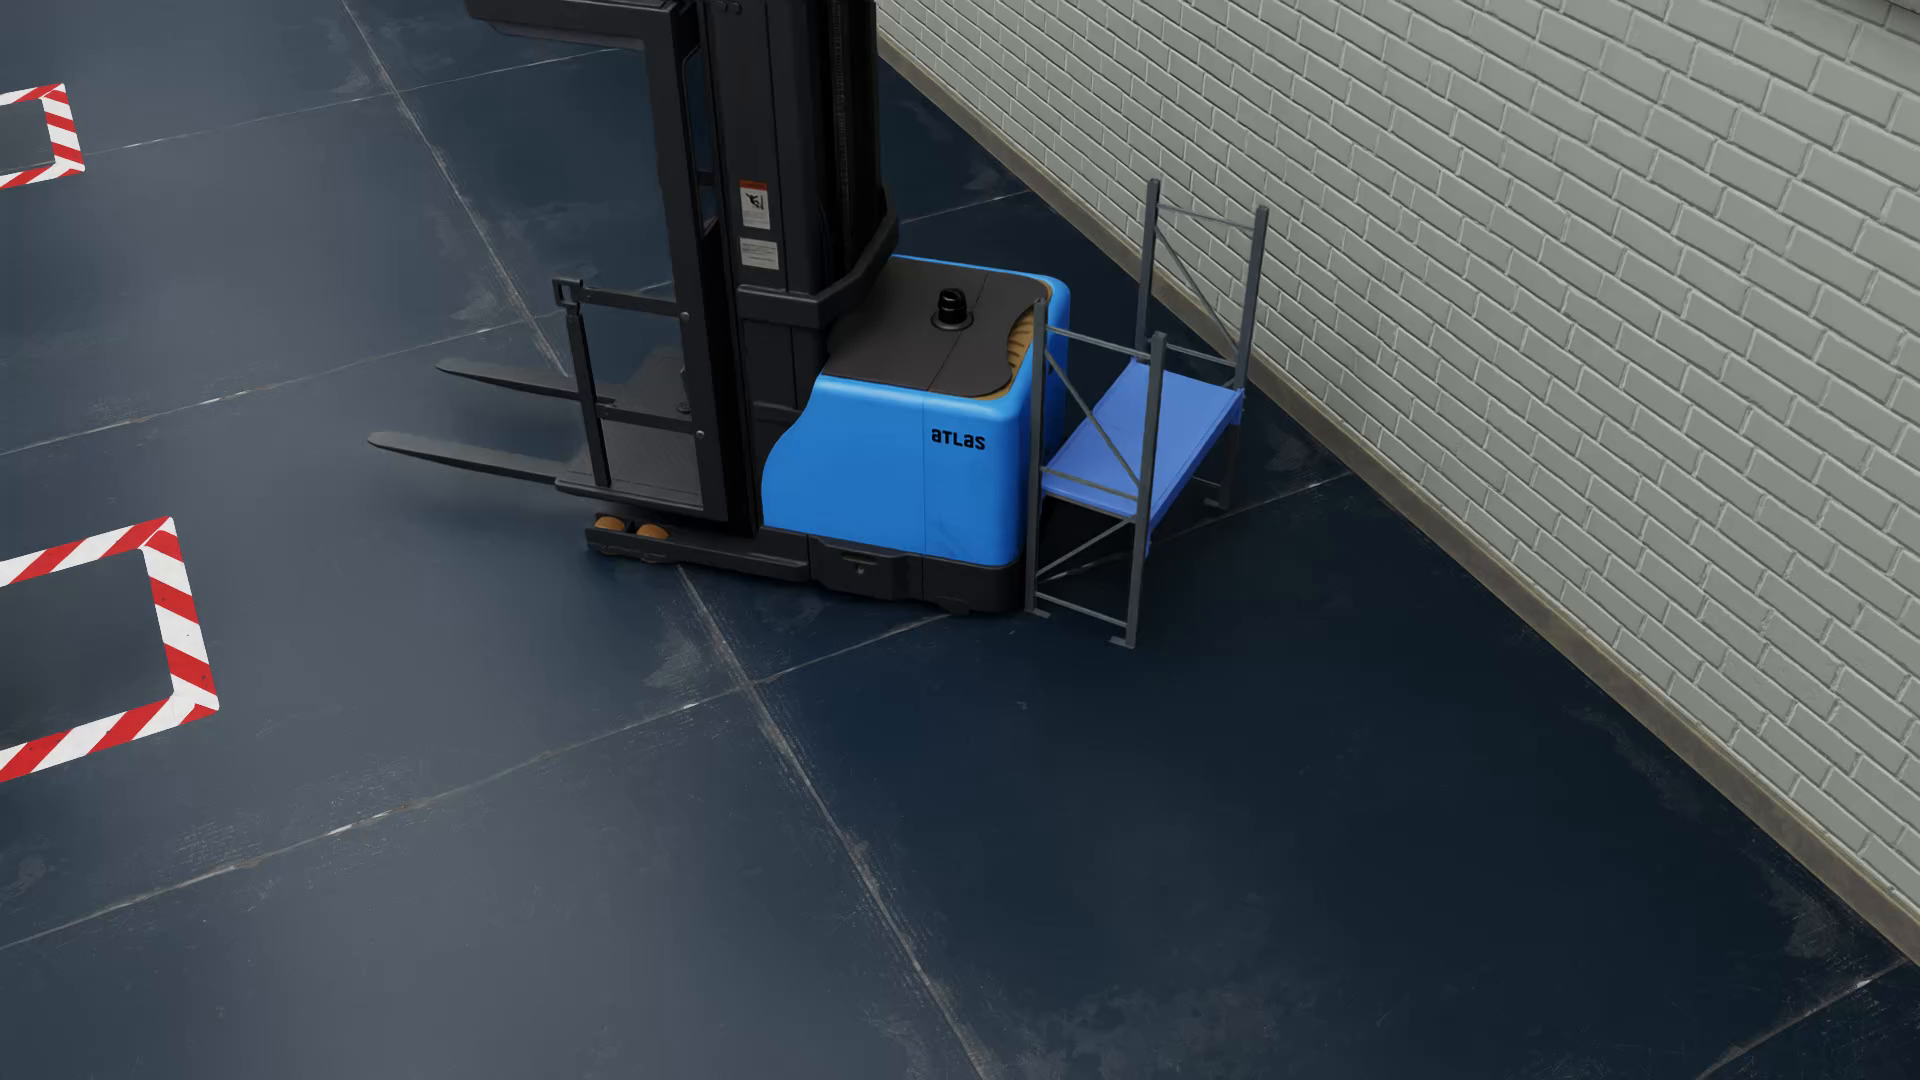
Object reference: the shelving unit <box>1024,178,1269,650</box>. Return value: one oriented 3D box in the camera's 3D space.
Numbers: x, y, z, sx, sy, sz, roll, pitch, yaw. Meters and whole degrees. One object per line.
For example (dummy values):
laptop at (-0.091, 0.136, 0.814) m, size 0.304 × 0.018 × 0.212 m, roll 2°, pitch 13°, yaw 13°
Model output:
shelving unit at (0.734, -0.500, 6.680) m, size 0.538 × 1.500 × 1.048 m, roll 19°, pitch 44°, yaw 21°

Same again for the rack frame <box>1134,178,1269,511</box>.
rack frame at (0.975, -0.789, 7.021) m, size 0.500 × 1.500 × 0.032 m, roll 19°, pitch 44°, yaw 21°

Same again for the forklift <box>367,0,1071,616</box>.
forklift at (-1.105, -1.338, 6.562) m, size 3.031 × 2.935 × 1.130 m, roll 10°, pitch 41°, yaw 12°

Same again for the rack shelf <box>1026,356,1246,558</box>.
rack shelf at (0.734, -0.363, 6.796) m, size 0.538 × 0.185 × 1.000 m, roll 19°, pitch 44°, yaw 21°

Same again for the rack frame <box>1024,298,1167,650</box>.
rack frame at (0.492, -0.211, 6.338) m, size 0.500 × 1.500 × 0.032 m, roll 19°, pitch 44°, yaw 21°
